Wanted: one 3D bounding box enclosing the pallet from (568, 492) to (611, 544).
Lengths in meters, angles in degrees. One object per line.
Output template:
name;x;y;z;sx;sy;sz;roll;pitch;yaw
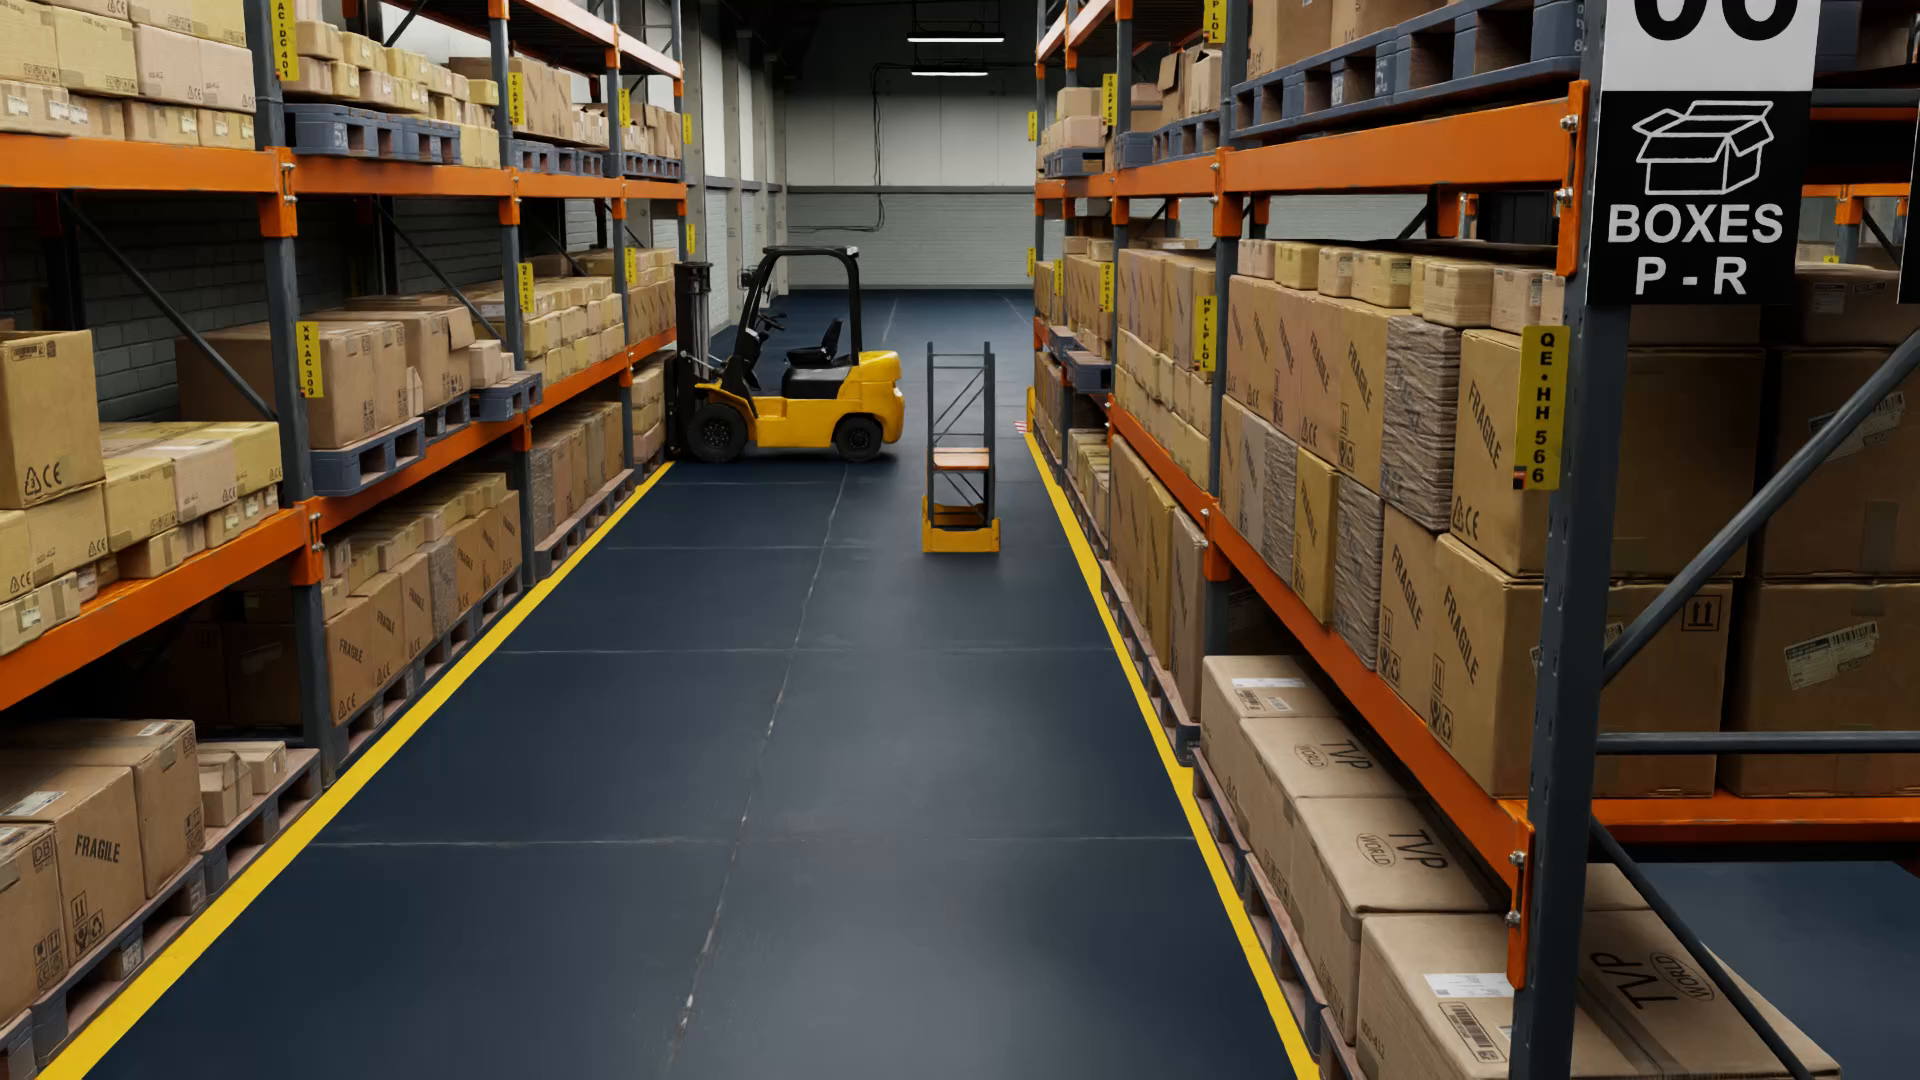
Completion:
pallet;-3.434;-0.184;13.434;1.003;0.211;1.213;0;11;-1

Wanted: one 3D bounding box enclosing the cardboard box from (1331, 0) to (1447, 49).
cardboard box;1.672;-1.878;5.661;0.797;0.503;0.637;1;11;3

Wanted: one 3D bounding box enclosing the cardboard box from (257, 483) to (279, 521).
cardboard box;-3.092;-0.164;6.955;0.380;0.149;0.250;0;11;0

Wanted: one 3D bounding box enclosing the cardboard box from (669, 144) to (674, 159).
cardboard box;-3.278;-4.173;17.865;0.380;0.149;0.250;-1;11;-3

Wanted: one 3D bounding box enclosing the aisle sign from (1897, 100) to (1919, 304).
aisle sign;1.986;-0.836;3.099;0.394;0.787;0.004;0;11;-1

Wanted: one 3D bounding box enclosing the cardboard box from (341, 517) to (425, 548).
cardboard box;-3.217;-0.033;9.279;0.380;0.149;0.250;0;11;-1

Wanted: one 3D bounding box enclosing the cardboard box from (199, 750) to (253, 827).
cardboard box;-3.038;0.965;6.578;0.396;0.266;0.258;0;11;1

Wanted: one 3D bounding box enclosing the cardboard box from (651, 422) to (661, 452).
cardboard box;-3.221;-0.996;16.286;0.500;0.250;0.500;0;11;-2

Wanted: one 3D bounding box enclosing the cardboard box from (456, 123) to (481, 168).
cardboard box;-3.169;-2.340;9.883;0.500;0.250;0.500;0;11;-1

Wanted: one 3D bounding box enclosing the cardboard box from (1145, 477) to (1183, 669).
cardboard box;1.492;0.162;9.002;0.875;0.875;0.875;0;11;0

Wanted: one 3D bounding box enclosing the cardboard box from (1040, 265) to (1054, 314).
cardboard box;1.122;-2.651;17.584;0.500;0.500;0.500;0;11;-2

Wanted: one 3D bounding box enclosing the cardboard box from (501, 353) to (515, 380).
cardboard box;-3.036;-1.098;10.504;0.380;0.149;0.250;0;11;0

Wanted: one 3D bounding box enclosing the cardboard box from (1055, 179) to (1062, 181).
cardboard box;1.128;-3.574;16.219;0.380;0.149;0.250;0;11;0

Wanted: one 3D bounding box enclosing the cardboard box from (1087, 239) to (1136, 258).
cardboard box;1.228;-2.369;13.504;0.380;0.149;0.250;0;11;2

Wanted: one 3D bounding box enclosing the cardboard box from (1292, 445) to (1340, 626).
cardboard box;1.380;-0.024;5.381;0.500;0.500;0.500;0;11;1

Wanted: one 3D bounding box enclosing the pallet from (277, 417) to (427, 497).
pallet;-3.258;-0.415;8.042;1.003;0.211;1.213;0;11;-1

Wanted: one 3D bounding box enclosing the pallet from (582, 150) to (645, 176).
pallet;-3.560;-3.536;15.622;1.003;0.211;1.213;0;11;-1

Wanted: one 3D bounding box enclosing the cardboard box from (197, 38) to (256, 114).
cardboard box;-3.090;-1.797;6.457;0.500;0.250;0.500;0;11;-1

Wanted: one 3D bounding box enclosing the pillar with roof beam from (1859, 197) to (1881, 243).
pillar with roof beam;22.084;-11.608;47.644;9.100;9.000;0.548;0;11;-1

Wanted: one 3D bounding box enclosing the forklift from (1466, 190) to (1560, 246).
forklift;4.545;-1.330;12.242;3.031;2.935;1.130;1;12;7

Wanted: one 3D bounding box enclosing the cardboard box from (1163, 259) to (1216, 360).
cardboard box;1.342;-1.201;8.669;0.500;0.500;0.500;0;11;1

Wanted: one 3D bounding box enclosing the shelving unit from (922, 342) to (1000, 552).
shelving unit;-0.002;-0.750;12.985;0.587;1.500;1.083;0;11;-1

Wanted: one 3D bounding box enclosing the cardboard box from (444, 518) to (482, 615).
cardboard box;-3.196;0.161;9.950;0.500;0.500;0.500;0;11;1

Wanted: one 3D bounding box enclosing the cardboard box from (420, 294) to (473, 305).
cardboard box;-3.704;-1.679;11.906;0.380;0.149;0.250;0;11;-1

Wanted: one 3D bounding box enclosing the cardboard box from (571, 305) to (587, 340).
cardboard box;-3.236;-1.710;13.066;0.500;0.250;0.500;0;11;0

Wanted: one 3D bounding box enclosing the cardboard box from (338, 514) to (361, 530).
cardboard box;-3.654;-0.081;9.516;0.380;0.149;0.250;0;11;-1

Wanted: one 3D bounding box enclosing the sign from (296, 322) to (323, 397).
sign;-2.808;-0.777;7.170;0.100;0.325;0.005;0;11;-1

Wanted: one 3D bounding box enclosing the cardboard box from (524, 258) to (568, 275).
cardboard box;-3.825;-2.515;15.279;0.380;0.149;0.250;0;11;-1

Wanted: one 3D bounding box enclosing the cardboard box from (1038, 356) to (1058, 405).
cardboard box;1.120;-1.712;17.925;0.500;0.500;0.500;-1;11;-3

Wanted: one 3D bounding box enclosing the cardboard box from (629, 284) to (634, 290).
cardboard box;-3.267;-2.423;15.573;0.380;0.149;0.250;0;11;0

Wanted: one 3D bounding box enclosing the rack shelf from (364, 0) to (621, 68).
rack shelf;-3.475;-3.934;12.631;1.077;0.370;4.000;0;11;-1

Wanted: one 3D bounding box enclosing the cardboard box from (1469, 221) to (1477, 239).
cardboard box;6.280;-3.325;18.812;0.875;0.550;0.550;0;11;-1

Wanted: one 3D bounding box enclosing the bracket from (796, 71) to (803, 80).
bracket;-4.808;-13.815;49.471;0.235;0.232;0.430;0;11;-1

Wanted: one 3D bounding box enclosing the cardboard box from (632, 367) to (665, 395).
cardboard box;-3.235;-1.586;16.677;0.500;0.250;0.500;0;11;1

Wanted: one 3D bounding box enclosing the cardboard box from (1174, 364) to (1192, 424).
cardboard box;1.342;-0.728;8.223;0.500;0.250;0.500;0;11;0

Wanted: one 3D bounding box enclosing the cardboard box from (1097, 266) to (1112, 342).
cardboard box;1.242;-1.656;11.619;0.500;0.500;0.500;-1;11;-3

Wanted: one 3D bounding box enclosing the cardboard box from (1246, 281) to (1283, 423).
cardboard box;1.384;-0.714;6.266;0.500;0.500;0.500;0;11;-2

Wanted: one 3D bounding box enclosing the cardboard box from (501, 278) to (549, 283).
cardboard box;-3.770;-2.182;14.389;0.380;0.149;0.250;-1;11;-3

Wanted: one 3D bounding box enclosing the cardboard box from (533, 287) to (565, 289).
cardboard box;-3.285;-1.884;12.918;0.380;0.149;0.250;0;11;-1

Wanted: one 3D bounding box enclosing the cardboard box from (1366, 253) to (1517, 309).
cardboard box;1.406;-0.756;4.845;0.380;0.149;0.250;0;11;0

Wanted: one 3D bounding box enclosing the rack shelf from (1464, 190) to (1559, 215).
rack shelf;6.352;-3.516;17.112;1.077;0.370;4.000;0;11;-1

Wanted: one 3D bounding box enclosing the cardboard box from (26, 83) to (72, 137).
cardboard box;-2.987;-1.320;5.110;0.380;0.149;0.250;0;11;0

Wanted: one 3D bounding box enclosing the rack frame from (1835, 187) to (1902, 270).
rack frame;6.476;-1.206;11.460;1.000;3.000;0.127;0;11;-1

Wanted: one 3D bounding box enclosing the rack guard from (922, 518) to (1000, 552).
rack guard;0.009;-0.039;12.621;0.587;0.250;0.087;0;11;-1

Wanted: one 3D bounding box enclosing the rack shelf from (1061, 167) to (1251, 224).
rack shelf;1.488;-2.681;12.994;1.077;0.370;4.000;0;11;-1

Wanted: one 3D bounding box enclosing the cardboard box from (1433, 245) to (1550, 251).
cardboard box;1.893;-0.965;5.875;0.380;0.149;0.250;0;11;-2

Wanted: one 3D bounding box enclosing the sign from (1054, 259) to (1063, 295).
sign;0.904;-2.381;15.076;0.100;0.325;0.005;0;11;-1

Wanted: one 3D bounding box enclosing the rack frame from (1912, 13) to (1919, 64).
rack frame;11.272;-5.737;18.704;1.000;3.000;0.127;0;11;-1

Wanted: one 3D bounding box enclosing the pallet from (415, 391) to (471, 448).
pallet;-3.389;-0.664;9.270;1.003;0.211;1.213;0;11;-1

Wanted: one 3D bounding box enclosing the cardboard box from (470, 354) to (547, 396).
cardboard box;-3.198;-1.160;11.611;0.500;0.250;0.500;0;11;-1

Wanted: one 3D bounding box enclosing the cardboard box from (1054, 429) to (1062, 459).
cardboard box;1.165;-0.936;15.986;0.500;0.250;0.500;0;11;1

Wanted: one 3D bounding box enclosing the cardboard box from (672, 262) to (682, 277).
cardboard box;-3.277;-2.983;18.337;0.380;0.149;0.250;0;11;0

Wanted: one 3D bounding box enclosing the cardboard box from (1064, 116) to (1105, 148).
cardboard box;1.102;-3.245;13.285;0.500;0.250;0.500;0;11;-2

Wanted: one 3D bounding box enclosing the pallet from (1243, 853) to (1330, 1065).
pallet;1.577;1.391;5.674;1.003;0.211;1.213;0;11;-1

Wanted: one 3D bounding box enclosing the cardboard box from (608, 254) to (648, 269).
cardboard box;-3.271;-2.722;16.303;0.380;0.149;0.250;0;11;-2
